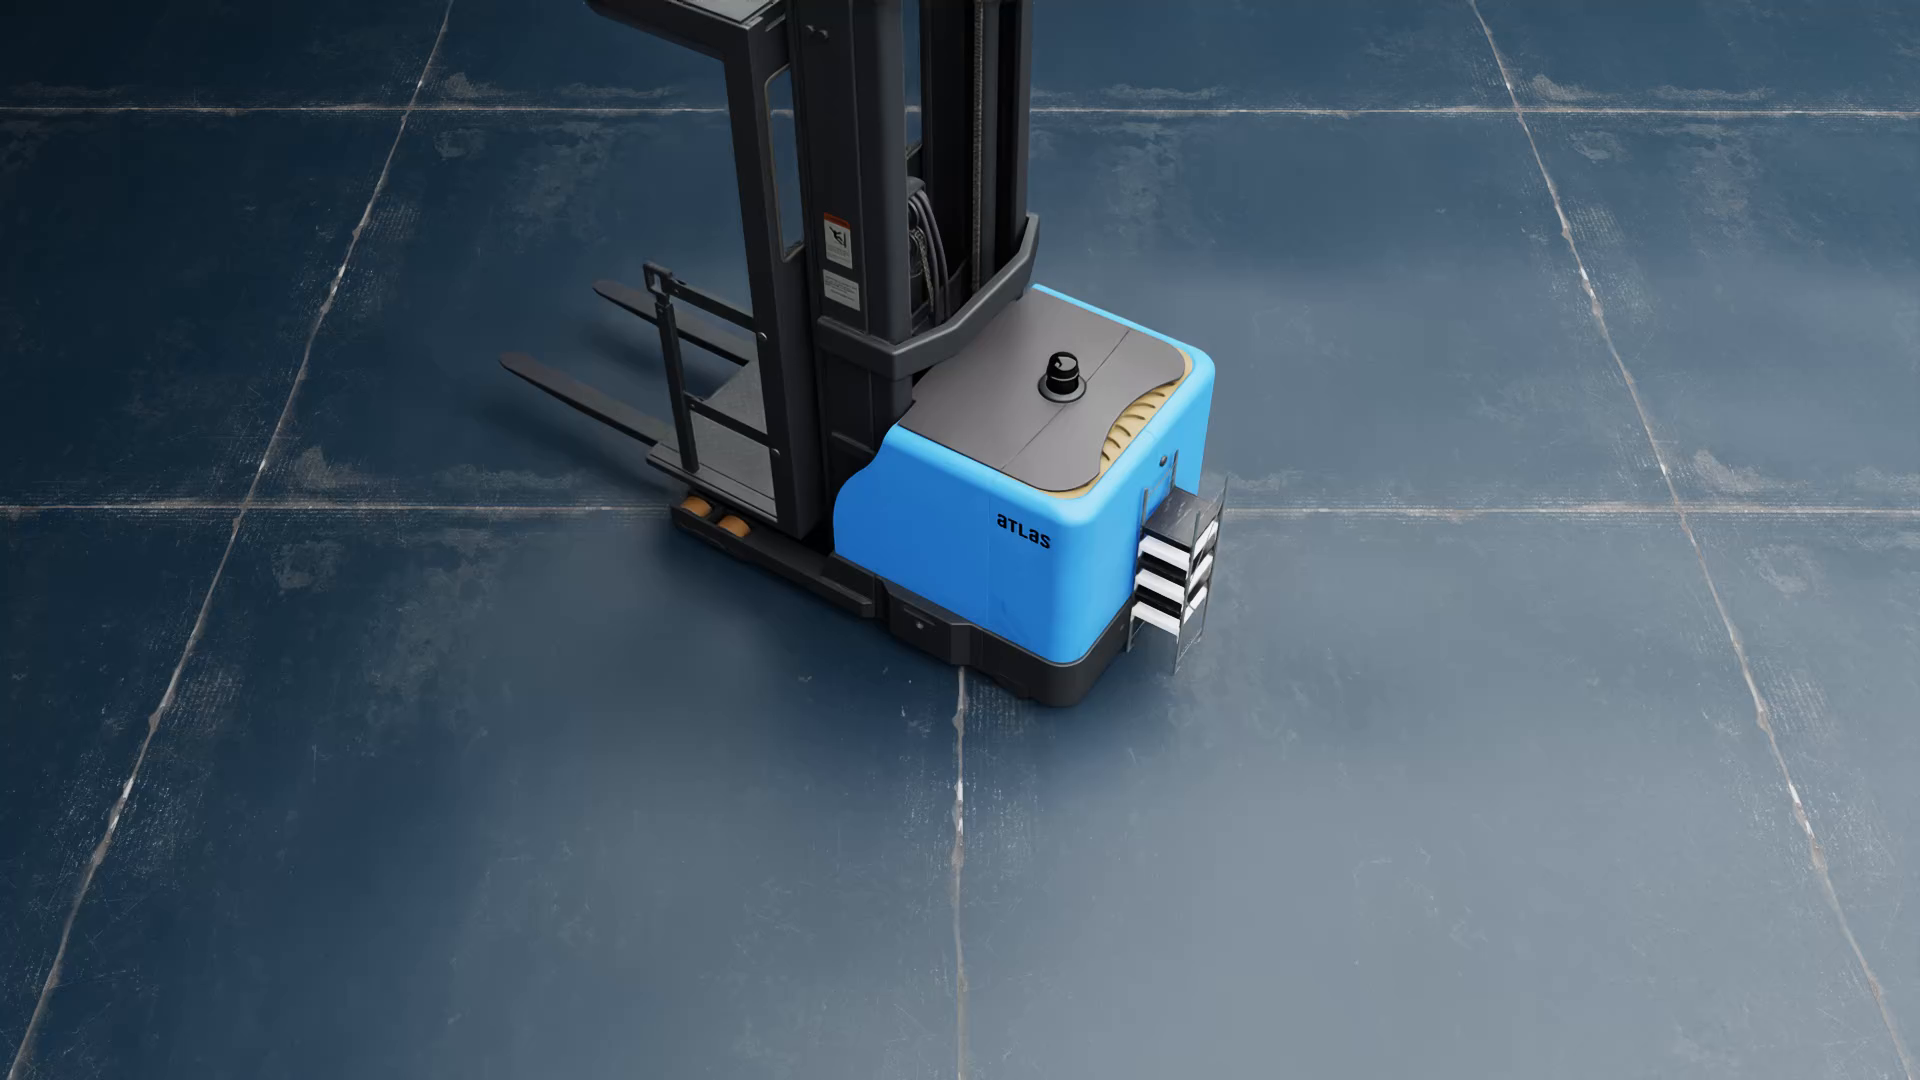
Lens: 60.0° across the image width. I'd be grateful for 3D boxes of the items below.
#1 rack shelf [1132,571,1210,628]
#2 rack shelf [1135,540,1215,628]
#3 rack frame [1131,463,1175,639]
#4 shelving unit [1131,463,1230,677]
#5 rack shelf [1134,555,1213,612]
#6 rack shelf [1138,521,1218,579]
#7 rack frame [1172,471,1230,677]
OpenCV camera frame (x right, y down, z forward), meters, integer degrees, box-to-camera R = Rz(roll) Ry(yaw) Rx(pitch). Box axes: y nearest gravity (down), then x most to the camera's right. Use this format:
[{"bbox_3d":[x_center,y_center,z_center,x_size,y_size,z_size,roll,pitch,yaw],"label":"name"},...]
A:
[{"bbox_3d":[0.794,0.183,6.214,0.200,0.077,0.258,26,52,22],"label":"rack shelf"},{"bbox_3d":[0.794,0.134,6.161,0.190,0.281,0.221,26,52,22],"label":"rack shelf"},{"bbox_3d":[0.709,0.059,6.161,0.003,0.785,0.228,26,52,22],"label":"rack frame"},{"bbox_3d":[0.795,0.100,6.123,0.208,0.900,0.258,26,52,22],"label":"shelving unit"},{"bbox_3d":[0.794,0.122,6.148,0.200,0.077,0.258,26,52,22],"label":"rack shelf"},{"bbox_3d":[0.794,-0.001,6.016,0.200,0.077,0.258,26,52,22],"label":"rack shelf"},{"bbox_3d":[0.879,0.140,6.086,0.006,0.900,0.240,26,52,22],"label":"rack frame"}]
